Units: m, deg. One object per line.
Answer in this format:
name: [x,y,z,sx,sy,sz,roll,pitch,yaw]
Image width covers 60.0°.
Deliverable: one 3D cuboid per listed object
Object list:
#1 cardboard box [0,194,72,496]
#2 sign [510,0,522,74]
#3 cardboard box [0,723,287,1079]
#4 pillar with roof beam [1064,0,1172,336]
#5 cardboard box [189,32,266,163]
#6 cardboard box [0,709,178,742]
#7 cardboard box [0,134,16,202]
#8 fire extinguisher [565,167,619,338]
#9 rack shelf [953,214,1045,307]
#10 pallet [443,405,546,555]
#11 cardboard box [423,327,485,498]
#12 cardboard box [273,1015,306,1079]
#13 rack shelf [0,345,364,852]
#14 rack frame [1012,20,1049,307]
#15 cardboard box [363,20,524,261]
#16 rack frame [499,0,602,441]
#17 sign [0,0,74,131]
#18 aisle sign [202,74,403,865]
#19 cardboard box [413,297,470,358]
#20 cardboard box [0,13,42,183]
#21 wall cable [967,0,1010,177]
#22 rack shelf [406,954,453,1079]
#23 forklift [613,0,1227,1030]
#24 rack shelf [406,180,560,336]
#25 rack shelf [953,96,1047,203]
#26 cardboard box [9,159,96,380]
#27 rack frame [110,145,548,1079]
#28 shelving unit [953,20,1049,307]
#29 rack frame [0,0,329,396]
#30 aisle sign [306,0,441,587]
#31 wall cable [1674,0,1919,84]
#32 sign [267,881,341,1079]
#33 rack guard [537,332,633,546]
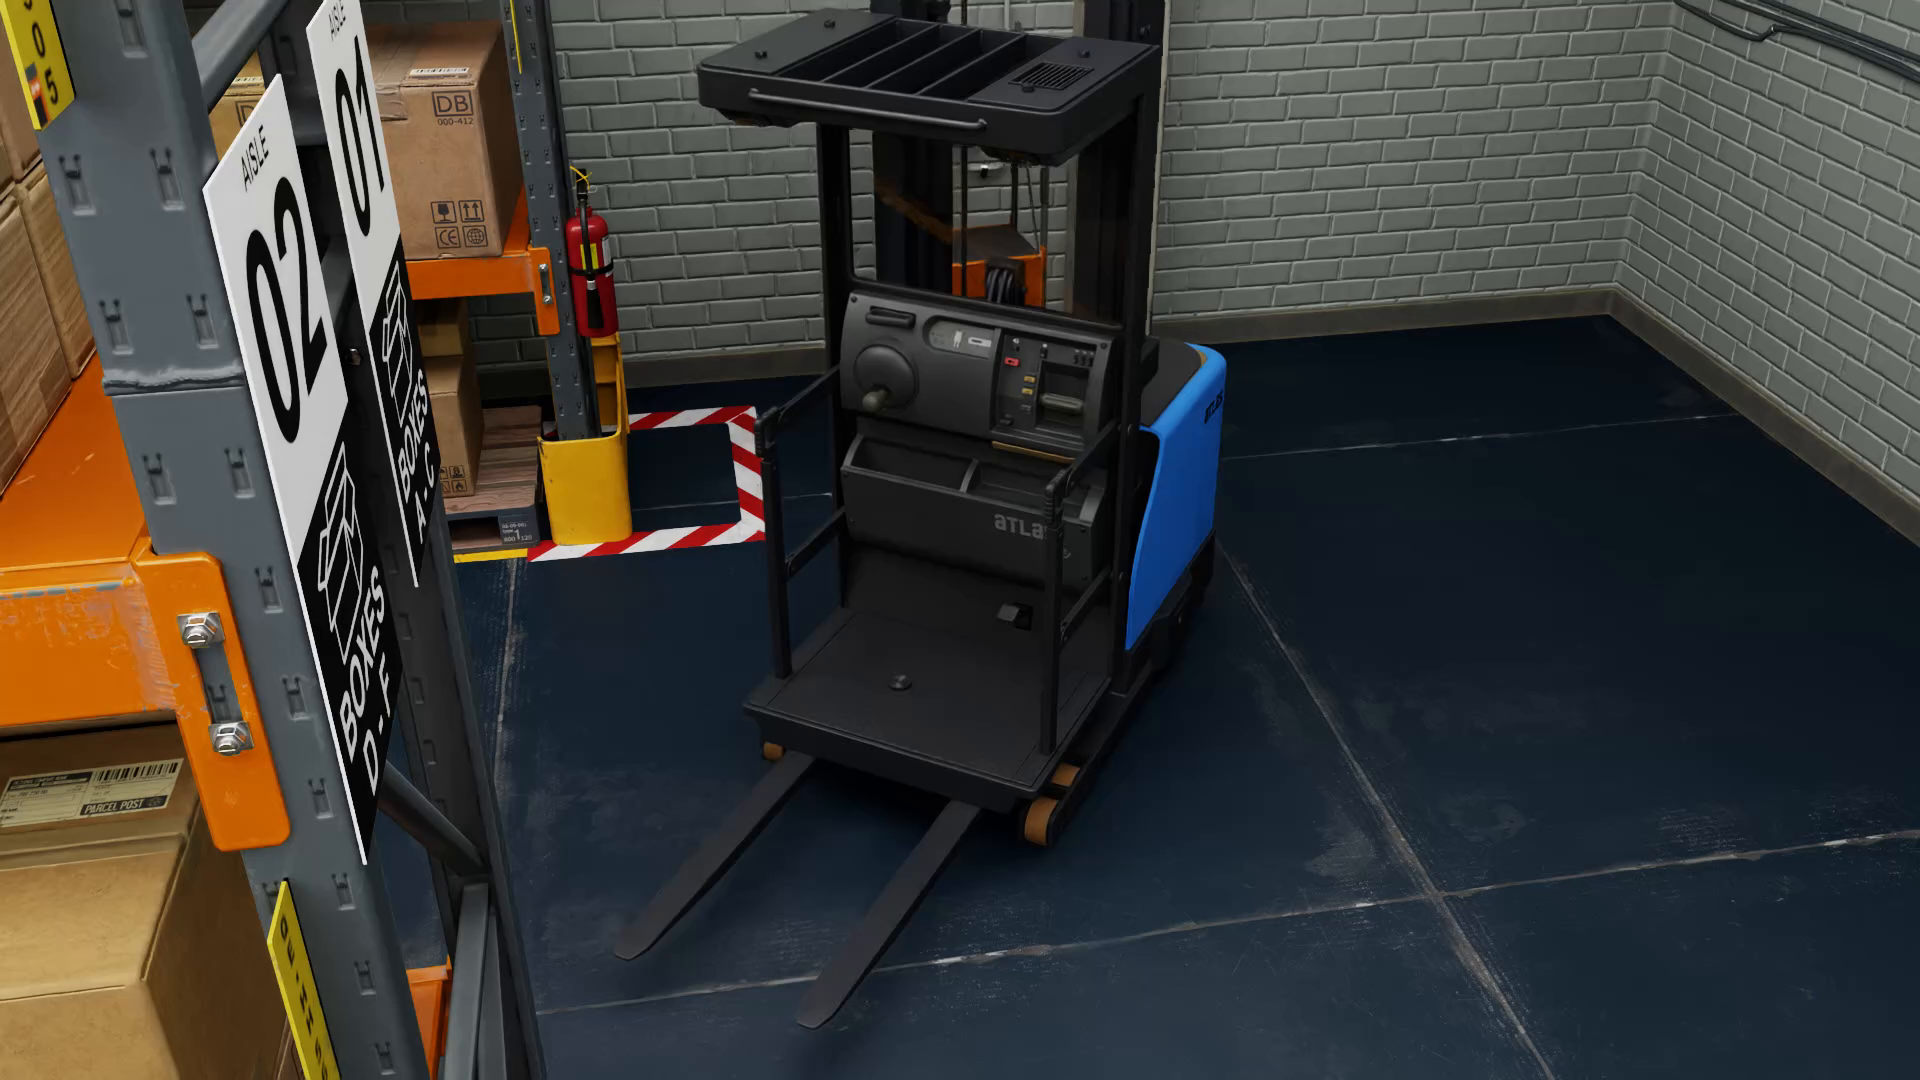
cardboard box: [-1.288,-0.147,1.729,0.500,0.250,0.500,-5,31,-9]
sign: [-1.642,-1.896,6.139,0.005,0.325,0.100,-5,31,-9]
cardboard box: [-1.218,0.607,2.173,0.500,0.500,0.500,-6,31,-9]
pillar with roof beam: [1.550,-2.684,2.936,0.400,9.000,9.100,-5,31,-9]
cardboard box: [-2.939,-1.572,6.668,0.700,0.700,0.980,-6,31,-9]
cardboard box: [-1.314,0.338,2.630,0.500,0.500,0.500,-4,31,-7]
cardboard box: [-1.289,-0.367,1.610,0.500,0.250,0.500,-5,31,-9]
fire extinguisher: [-1.494,-1.156,6.701,0.183,0.674,0.296,-5,31,-9]
rack shelf: [0.052,-1.024,6.946,0.480,0.518,0.431,-9,32,-15]
pallet: [-2.498,-0.252,7.471,1.213,0.211,1.003,-5,31,-9]
cardboard box: [-2.396,-0.556,7.288,0.500,0.500,0.700,-5,31,-9]
cardboard box: [-1.221,1.037,2.429,0.500,0.500,0.500,-4,31,-7]
rack shelf: [-2.797,0.103,1.866,4.000,0.370,1.077,-5,31,-9]
rack frame: [0.285,-1.072,7.002,0.015,2.100,0.400,-9,32,-15]
cardboard box: [-2.226,-1.644,6.791,0.700,0.700,0.980,-4,31,-7]
rack frame: [-1.726,-1.566,6.954,0.127,3.000,1.000,-5,31,-9]
sign: [-0.750,-0.493,1.296,0.005,0.325,0.100,-5,31,-9]
aisle sign: [-0.708,-0.071,1.846,0.004,0.787,0.394,-5,31,-9]
cardboard box: [-2.309,-0.947,7.313,0.250,0.149,0.380,-5,31,-9]
cardboard box: [-1.382,-0.624,2.046,0.500,0.250,0.500,-5,31,-9]
wall cable: [-0.637,-2.593,7.698,1.851,1.984,0.084,-5,31,-9]
rack shelf: [-2.797,1.396,2.626,4.000,0.370,1.077,-5,31,-9]
forklift: [-0.051,-0.501,5.210,1.130,2.935,3.031,13,33,22]
rack shelf: [-3.693,-1.074,6.826,4.000,0.370,1.077,-5,31,-9]
rack shelf: [0.052,-1.627,6.592,0.480,0.518,0.431,-9,32,-15]
cardboard box: [-1.381,-0.405,2.168,0.500,0.250,0.500,-5,31,-9]
rack frame: [-0.830,0.903,2.755,0.127,3.000,1.000,-5,31,-9]
shelving unit: [0.052,-1.035,6.939,0.503,2.100,0.431,-9,32,-15]
rack frame: [-0.830,-1.683,1.234,0.127,3.000,1.000,-5,31,-9]
aisle sign: [-0.816,-0.370,2.355,0.004,0.787,0.394,-5,31,-9]
wall cable: [3.902,-3.152,6.796,0.112,2.526,3.097,-5,31,-9]
sign: [-0.750,0.546,1.907,0.005,0.325,0.100,-5,31,-9]
rack guard: [-1.702,-0.491,7.592,0.348,0.500,1.175,-5,31,-9]
